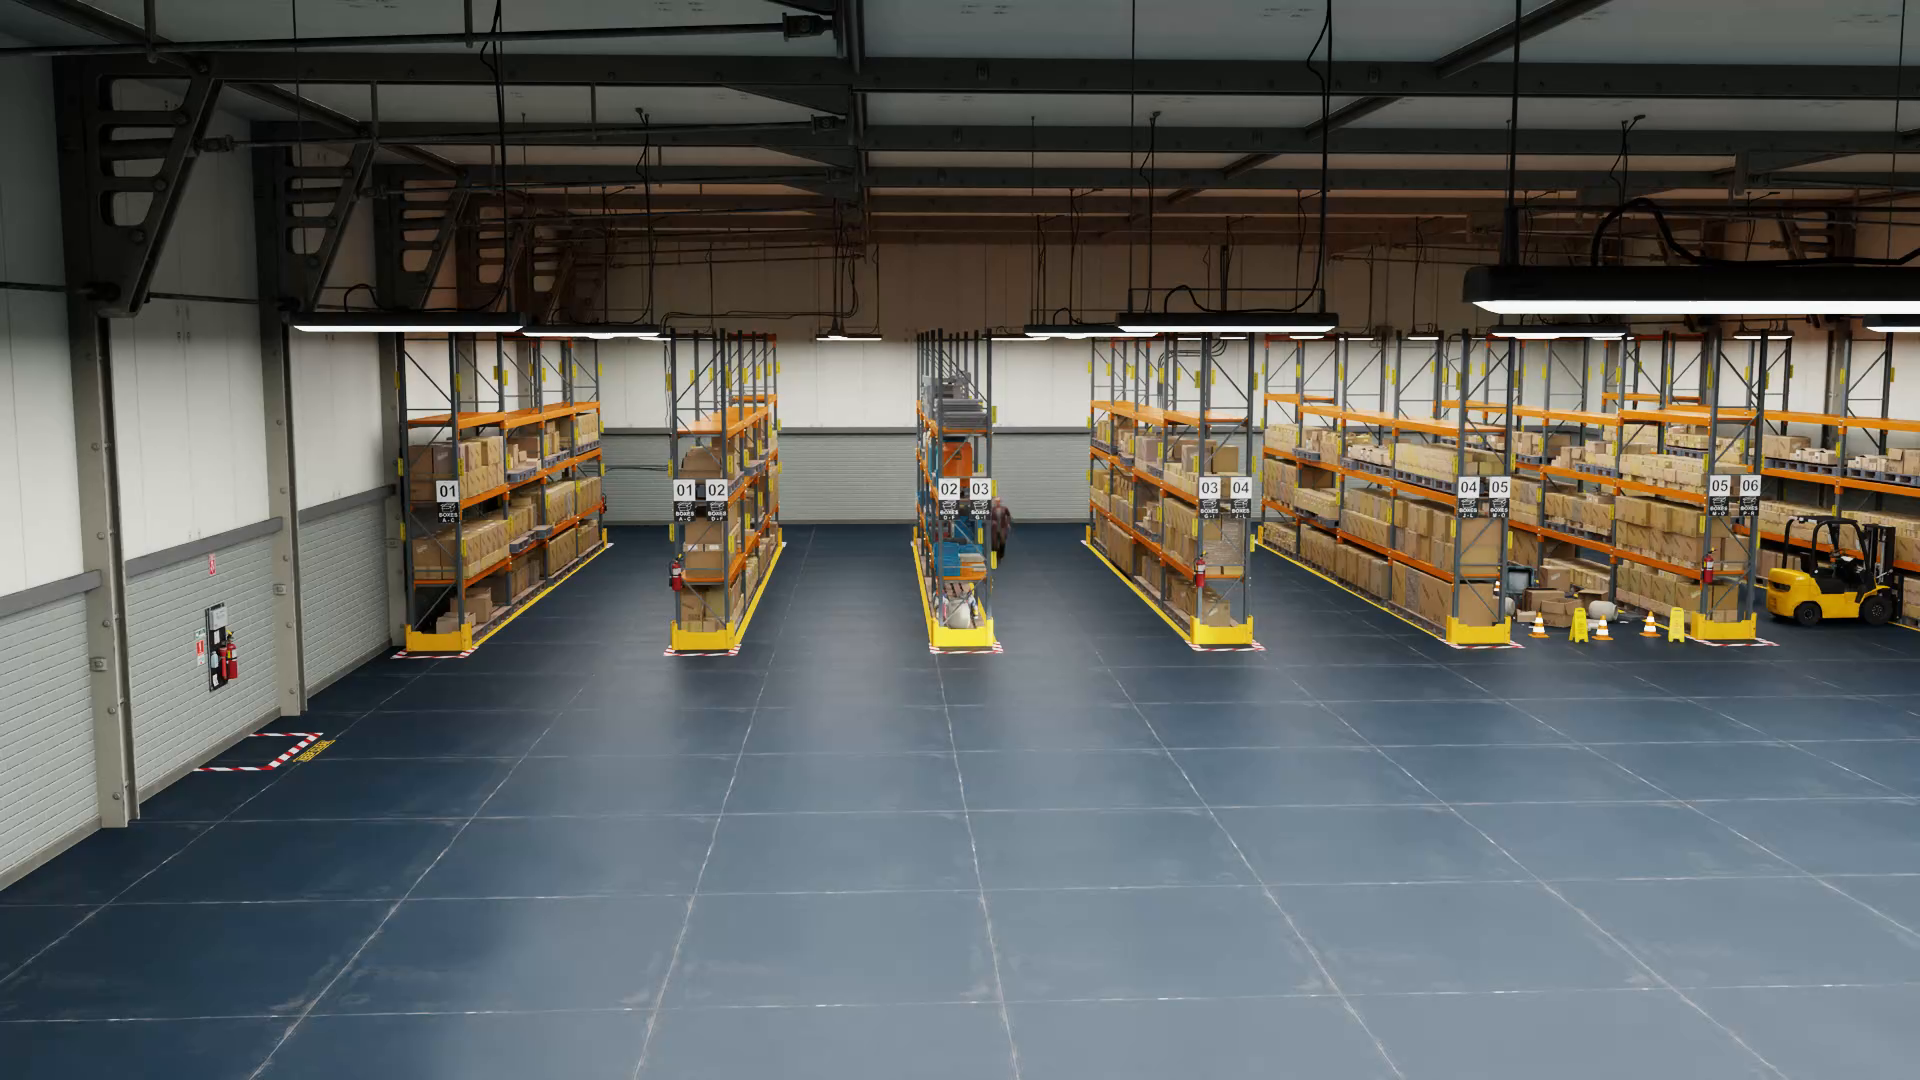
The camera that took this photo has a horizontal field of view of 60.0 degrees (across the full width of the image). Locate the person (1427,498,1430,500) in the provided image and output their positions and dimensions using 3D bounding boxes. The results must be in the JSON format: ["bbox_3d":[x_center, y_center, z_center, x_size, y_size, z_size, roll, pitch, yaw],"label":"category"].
[{"bbox_3d":[14.338,-1.113,50.372,0.989,1.757,0.671,-2,7,-16],"label":"person"}]

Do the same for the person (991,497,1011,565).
[{"bbox_3d":[0.994,-0.232,43.138,0.675,1.780,0.847,0,7,-4],"label":"person"}]

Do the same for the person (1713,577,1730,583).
[{"bbox_3d":[17.363,0.438,38.166,0.599,1.608,0.581,-2,7,-17],"label":"person"}]

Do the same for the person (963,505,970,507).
[{"bbox_3d":[0.127,-0.996,49.740,0.787,1.820,0.715,2,7,17],"label":"person"}]
